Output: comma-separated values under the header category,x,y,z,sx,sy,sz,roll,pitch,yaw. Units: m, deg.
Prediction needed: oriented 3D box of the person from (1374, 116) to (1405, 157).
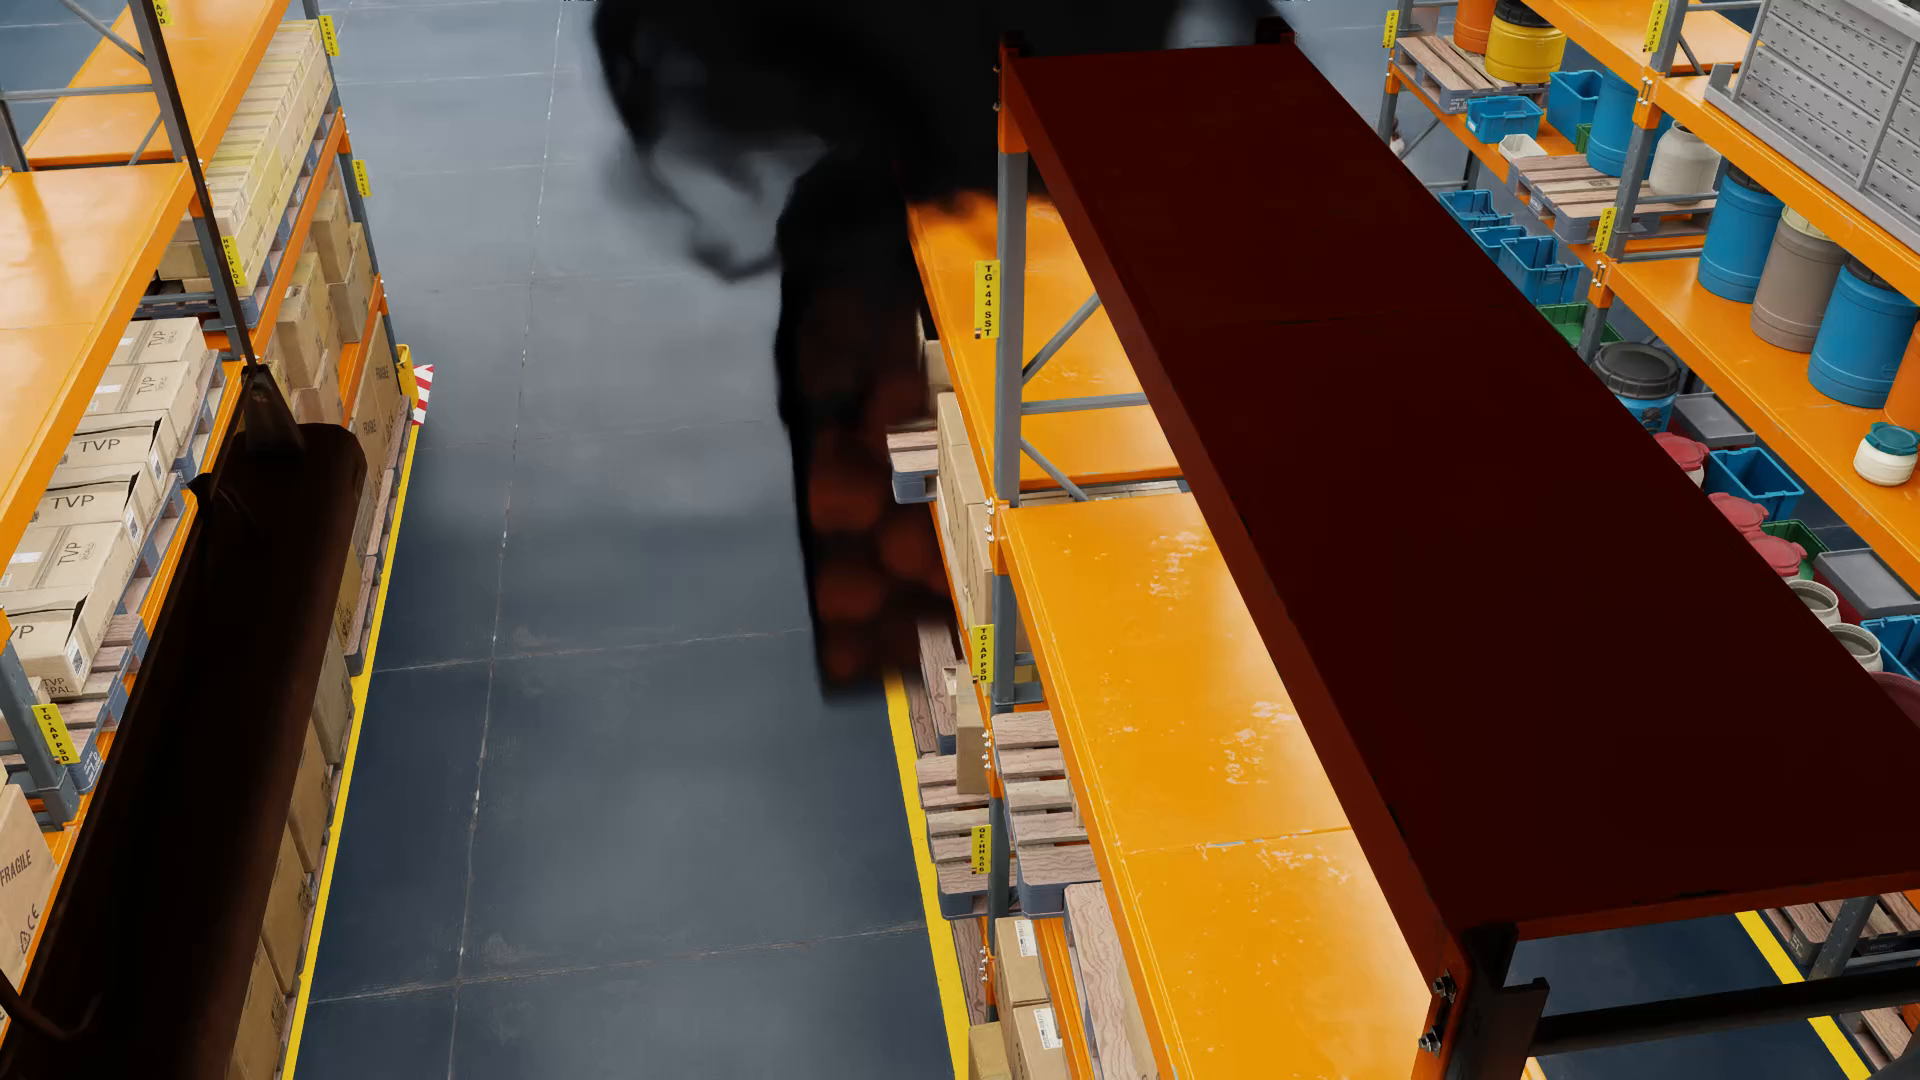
category,x,y,z,sx,sy,sz,roll,pitch,yaw
person,4.324,-3.564,16.878,0.498,1.566,0.592,18,40,22
